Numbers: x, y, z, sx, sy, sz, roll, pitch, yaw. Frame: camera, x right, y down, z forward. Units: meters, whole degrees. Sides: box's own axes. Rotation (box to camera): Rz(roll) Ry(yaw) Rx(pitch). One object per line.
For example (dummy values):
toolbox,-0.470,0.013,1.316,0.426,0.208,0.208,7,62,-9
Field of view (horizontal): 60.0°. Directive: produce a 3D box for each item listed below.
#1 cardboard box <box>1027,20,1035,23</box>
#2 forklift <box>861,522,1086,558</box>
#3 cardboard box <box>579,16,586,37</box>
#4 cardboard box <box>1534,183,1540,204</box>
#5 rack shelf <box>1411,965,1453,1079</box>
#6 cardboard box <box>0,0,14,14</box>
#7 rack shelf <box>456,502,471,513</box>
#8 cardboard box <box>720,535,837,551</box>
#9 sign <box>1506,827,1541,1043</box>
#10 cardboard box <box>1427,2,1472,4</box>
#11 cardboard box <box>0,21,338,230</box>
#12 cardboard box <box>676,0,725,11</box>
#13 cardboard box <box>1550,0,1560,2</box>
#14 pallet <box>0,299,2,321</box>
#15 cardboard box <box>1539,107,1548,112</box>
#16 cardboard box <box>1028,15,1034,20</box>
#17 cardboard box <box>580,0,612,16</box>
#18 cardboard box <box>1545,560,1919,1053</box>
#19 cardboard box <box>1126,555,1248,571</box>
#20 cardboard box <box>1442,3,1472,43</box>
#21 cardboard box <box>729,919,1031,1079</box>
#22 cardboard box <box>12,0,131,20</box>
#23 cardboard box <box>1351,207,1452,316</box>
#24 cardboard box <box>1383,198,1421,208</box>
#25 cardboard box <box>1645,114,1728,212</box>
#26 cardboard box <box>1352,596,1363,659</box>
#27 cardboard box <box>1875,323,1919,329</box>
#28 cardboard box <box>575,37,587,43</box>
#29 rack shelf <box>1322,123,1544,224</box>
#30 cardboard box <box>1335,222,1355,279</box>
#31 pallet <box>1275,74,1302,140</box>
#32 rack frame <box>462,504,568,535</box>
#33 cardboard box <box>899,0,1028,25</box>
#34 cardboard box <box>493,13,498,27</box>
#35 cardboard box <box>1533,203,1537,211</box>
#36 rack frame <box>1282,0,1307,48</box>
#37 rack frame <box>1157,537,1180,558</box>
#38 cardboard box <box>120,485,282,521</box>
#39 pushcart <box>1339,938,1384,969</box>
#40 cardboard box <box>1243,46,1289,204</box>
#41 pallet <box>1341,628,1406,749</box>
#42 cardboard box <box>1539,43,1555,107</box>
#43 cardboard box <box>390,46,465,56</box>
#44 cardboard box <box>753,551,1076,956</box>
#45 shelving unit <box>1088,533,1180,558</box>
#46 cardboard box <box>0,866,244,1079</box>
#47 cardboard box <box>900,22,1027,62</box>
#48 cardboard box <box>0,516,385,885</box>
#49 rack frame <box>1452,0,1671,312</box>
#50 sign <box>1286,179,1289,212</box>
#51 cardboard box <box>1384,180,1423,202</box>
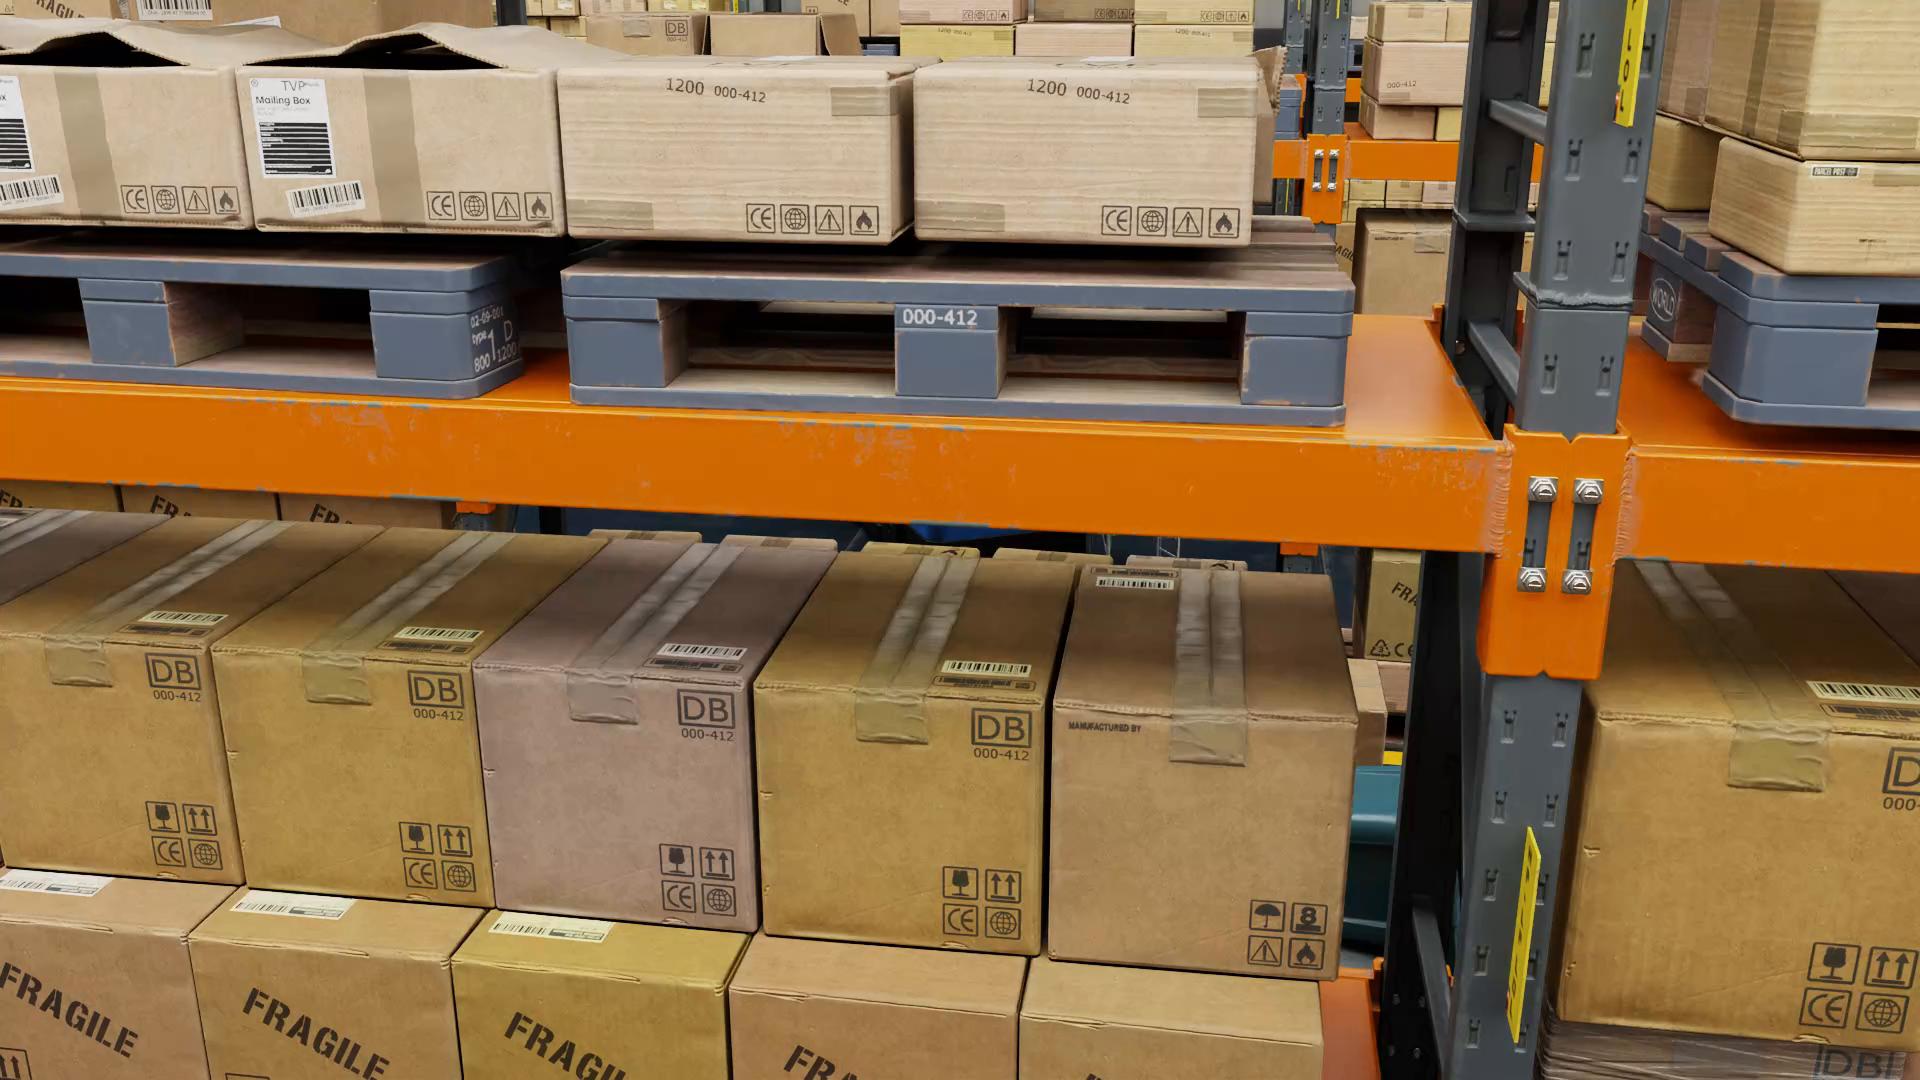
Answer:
cardboard box,0.112,-2.356,7.965,0.500,0.250,0.500,3,19,8
forklift,-0.222,-1.577,10.898,1.130,2.935,3.031,-7,20,-19
cardboard box,-2.687,-3.886,12.570,0.250,0.149,0.380,3,19,9
cardboard box,4.212,-2.502,11.906,0.250,0.149,0.380,3,19,9
rack shelf,2.917,1.391,3.053,4.000,0.370,1.077,3,19,9
cardboard box,-7.537,-4.320,13.239,0.500,0.250,0.500,3,19,10
rack shelf,-4.297,-0.568,8.907,4.000,0.370,1.077,3,19,9
cardboard box,-1.036,0.305,8.644,0.625,0.372,0.950,3,19,8
sign,0.865,0.608,2.559,0.005,0.325,0.100,3,19,9
cardboard box,2.244,-2.352,7.517,0.250,0.149,0.380,2,19,7
cardboard box,-1.326,-0.723,2.830,0.500,0.311,0.500,3,19,8
cardboard box,-1.925,-3.970,12.352,0.250,0.149,0.380,4,19,10
cardboard box,4.318,-3.749,11.572,0.637,0.503,0.797,4,19,10
pallet,-2.363,-0.570,3.349,1.003,0.211,1.213,4,19,11
cardboard box,2.408,-1.809,7.152,0.250,0.149,0.380,3,19,9
cardboard box,0.516,-3.711,12.017,0.250,0.149,0.380,3,19,8
cardboard box,-2.683,-4.040,12.561,0.250,0.149,0.380,3,19,8
cardboard box,1.301,0.395,2.957,0.550,0.550,0.875,3,19,9
cardboard box,1.109,0.414,8.317,0.625,0.372,0.950,3,19,9
cardboard box,2.148,-2.166,6.963,0.250,0.149,0.380,3,19,10
cardboard box,-0.115,0.933,3.128,0.500,0.500,0.500,3,19,8
cardboard box,-4.108,-2.475,7.927,0.500,0.500,0.500,3,19,9
cardboard box,2.027,-1.180,7.399,0.500,0.500,0.700,3,19,8
cardboard box,3.201,-2.402,12.075,0.250,0.149,0.380,3,19,9
cardboard box,1.352,-0.683,2.966,0.250,0.149,0.380,3,19,8
cardboard box,2.254,0.443,8.422,0.500,0.250,0.500,4,19,11
cardboard box,4.019,-1.047,7.003,0.500,0.500,0.700,3,19,8
cardboard box,-2.580,-3.690,12.612,0.500,0.250,0.500,3,19,9
rack shelf,3.602,-1.588,7.227,4.000,0.370,1.077,3,19,9
cardboard box,2.808,-2.106,12.211,0.500,0.500,0.500,2,19,7
pallet,1.035,-2.005,7.636,1.003,0.211,1.213,3,19,9
rack frame,-2.322,-0.808,8.492,0.127,3.000,1.000,3,19,9
cardboard box,0.024,-2.428,7.393,0.500,0.250,0.500,3,19,10
cardboard box,-3.643,-4.060,13.060,0.250,0.149,0.380,3,19,9
cardboard box,4.207,-2.335,11.874,0.250,0.149,0.380,3,19,8
rack frame,2.411,-5.007,11.586,0.127,3.000,1.000,3,19,9
rack frame,1.287,-0.408,10.131,0.015,1.200,0.240,-8,20,-23
cardboard box,-3.871,-0.107,9.082,0.875,0.875,0.875,3,19,9
pushcart,1.315,1.353,6.164,0.936,0.377,1.648,-3,19,-10
cardboard box,0.385,-0.765,3.027,0.396,0.266,0.258,3,19,8
pallet,2.296,0.738,8.265,1.213,0.211,1.003,3,19,9
cardboard box,2.529,-1.968,6.999,0.500,0.250,0.500,3,19,8
cardboard box,-0.872,-0.817,3.183,0.258,0.266,0.396,3,19,9
cardboard box,-0.057,0.379,3.210,0.500,0.500,0.700,3,19,8
shelving unit,1.065,-0.376,10.035,0.503,1.200,0.258,-8,20,-23
cardboard box,-1.607,0.857,3.355,0.500,0.500,0.500,3,19,9
cardboard box,0.026,-2.195,7.482,0.500,0.250,0.500,3,19,9
cardboard box,-1.559,0.302,3.440,0.500,0.500,0.700,3,19,8
rack frame,0.942,-1.896,2.288,0.127,3.000,1.000,3,19,9
sign,2.334,-2.503,11.857,0.005,0.325,0.100,3,19,9
cardboard box,3.204,-2.555,12.062,0.250,0.149,0.380,3,19,8
